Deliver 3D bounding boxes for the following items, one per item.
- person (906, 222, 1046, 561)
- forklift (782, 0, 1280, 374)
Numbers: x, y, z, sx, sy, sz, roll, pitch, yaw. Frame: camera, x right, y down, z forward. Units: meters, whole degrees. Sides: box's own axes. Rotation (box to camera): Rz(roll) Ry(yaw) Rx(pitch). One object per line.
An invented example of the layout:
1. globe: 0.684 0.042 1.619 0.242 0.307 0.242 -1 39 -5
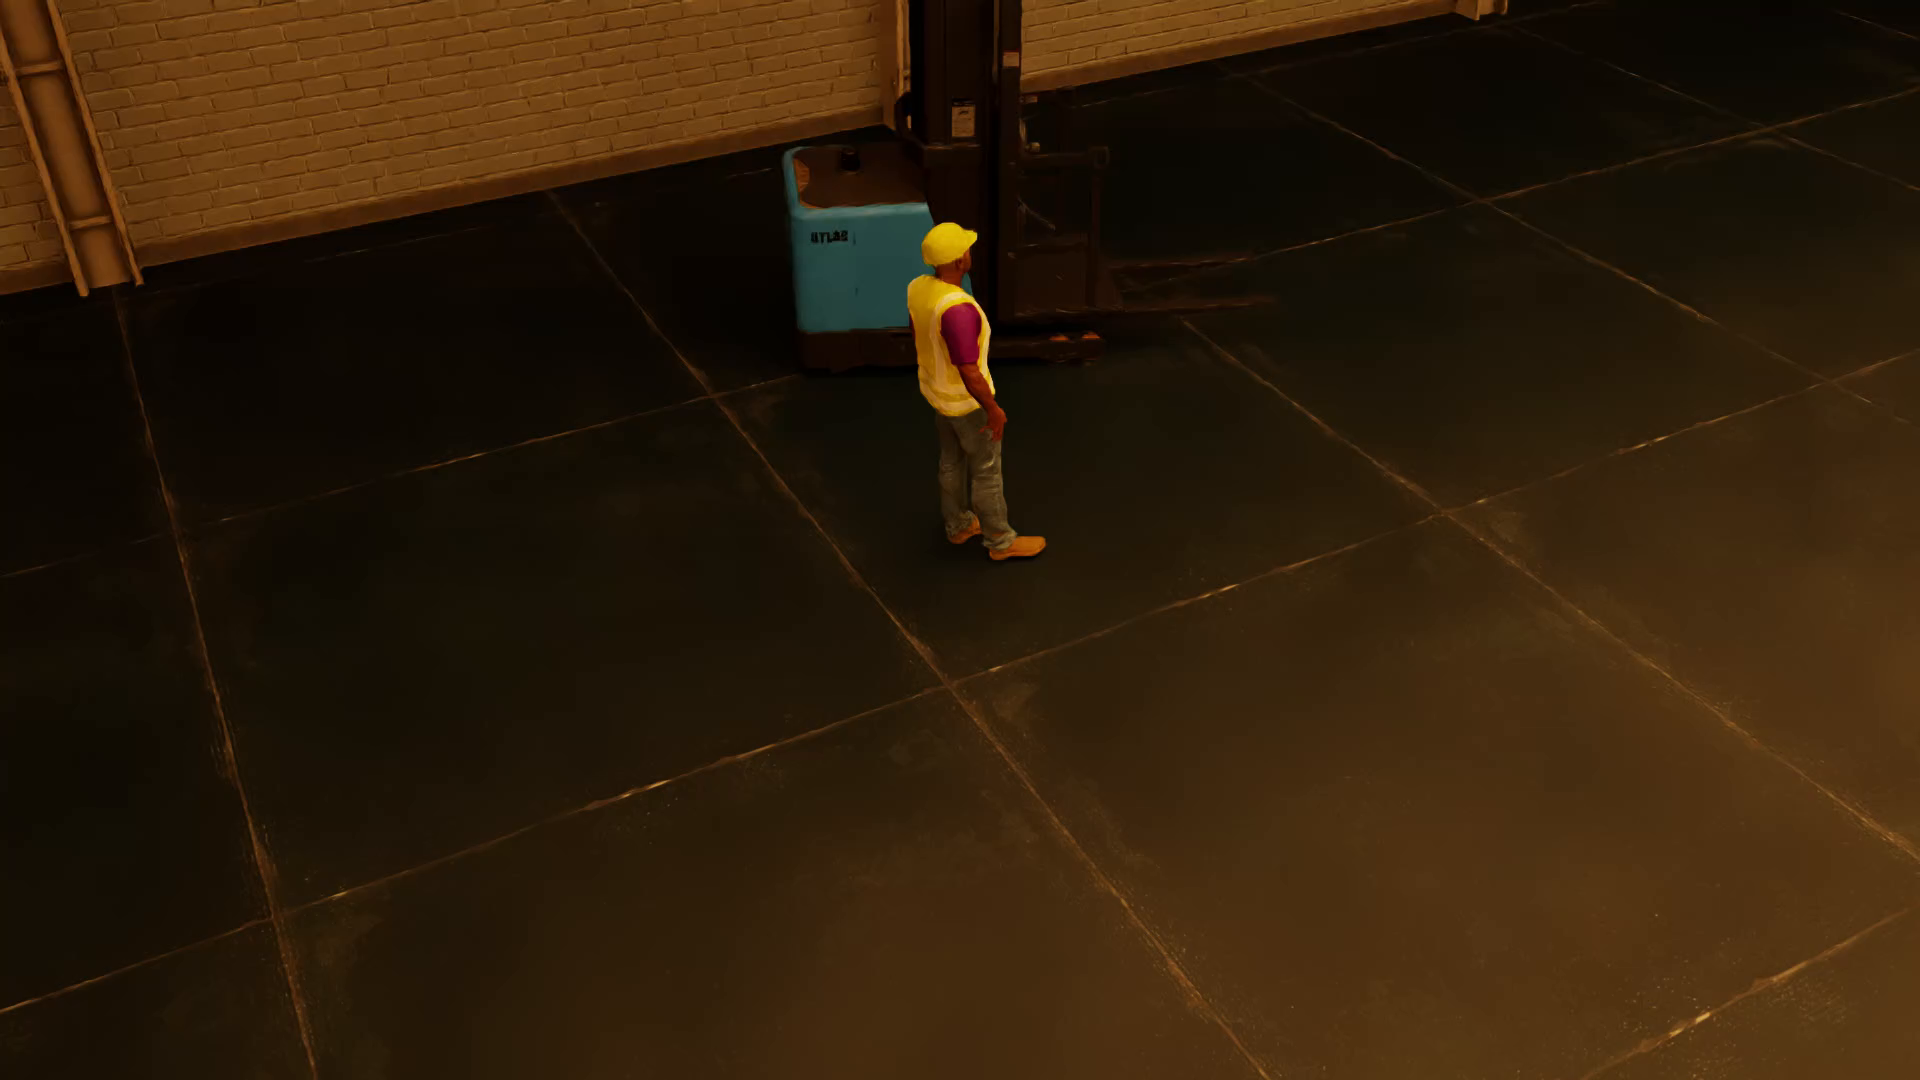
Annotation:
1. person: 0.064 -0.743 8.171 0.576 1.766 0.665 -17 39 -23
2. forklift: 0.455 -2.581 9.775 3.031 2.935 1.130 -5 36 -7
